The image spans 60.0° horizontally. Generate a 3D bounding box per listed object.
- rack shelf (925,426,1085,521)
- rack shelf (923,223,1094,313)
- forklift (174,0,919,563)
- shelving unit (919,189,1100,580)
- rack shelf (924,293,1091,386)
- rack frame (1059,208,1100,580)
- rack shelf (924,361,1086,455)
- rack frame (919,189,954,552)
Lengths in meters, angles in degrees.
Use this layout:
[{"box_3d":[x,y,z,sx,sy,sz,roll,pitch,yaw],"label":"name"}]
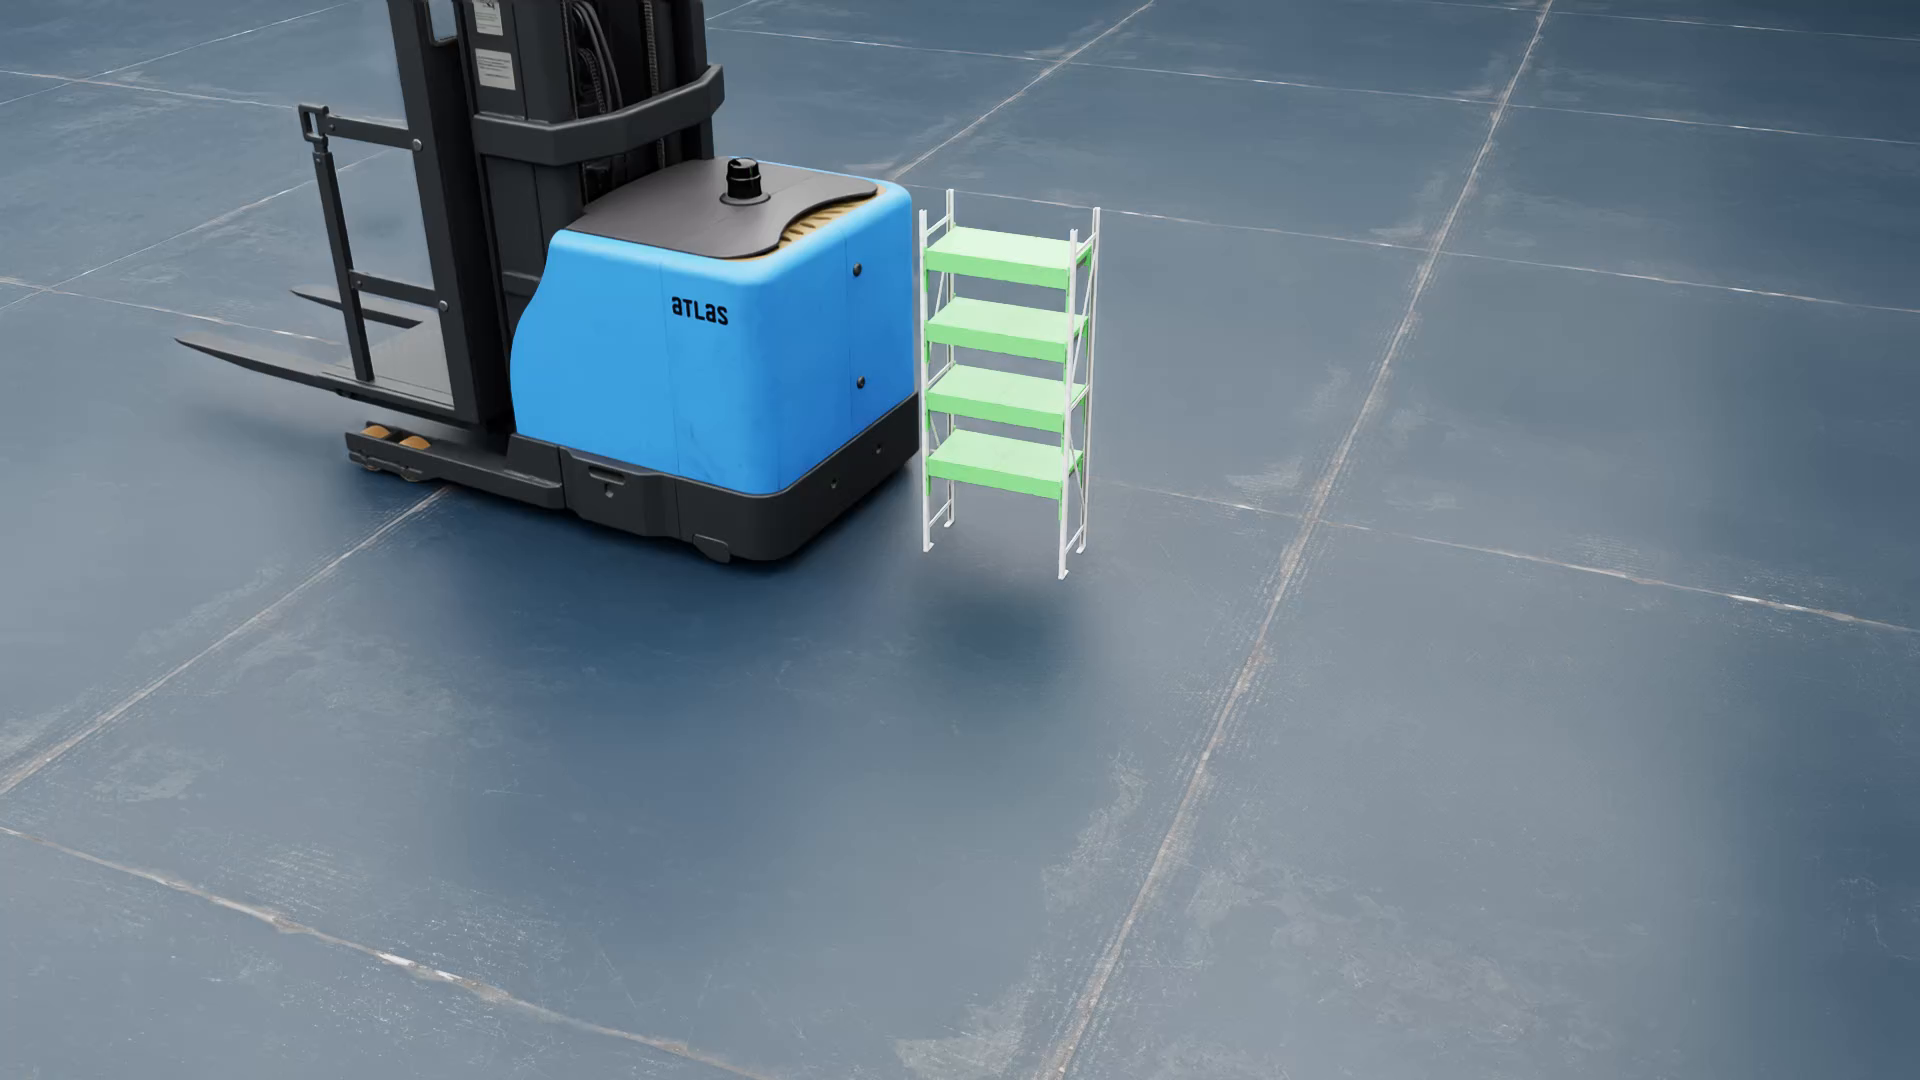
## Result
[{"box_3d":[0.153,-0.227,5.550,0.480,0.148,0.258,11,31,19],"label":"rack shelf"},{"box_3d":[0.153,-0.854,5.196,0.480,0.148,0.258,11,31,19],"label":"rack shelf"},{"box_3d":[-1.699,-1.701,5.781,3.031,2.935,1.130,15,33,24],"label":"forklift"},{"box_3d":[0.153,-0.492,5.401,0.503,1.200,0.258,11,31,19],"label":"shelving unit"},{"box_3d":[0.153,-0.645,5.314,0.480,0.148,0.258,11,31,19],"label":"rack shelf"},{"box_3d":[0.379,-0.447,5.321,0.015,1.200,0.240,11,31,19],"label":"rack frame"},{"box_3d":[0.153,-0.436,5.432,0.480,0.148,0.258,11,31,19],"label":"rack shelf"},{"box_3d":[-0.073,-0.537,5.480,0.015,1.200,0.240,11,31,19],"label":"rack frame"}]
